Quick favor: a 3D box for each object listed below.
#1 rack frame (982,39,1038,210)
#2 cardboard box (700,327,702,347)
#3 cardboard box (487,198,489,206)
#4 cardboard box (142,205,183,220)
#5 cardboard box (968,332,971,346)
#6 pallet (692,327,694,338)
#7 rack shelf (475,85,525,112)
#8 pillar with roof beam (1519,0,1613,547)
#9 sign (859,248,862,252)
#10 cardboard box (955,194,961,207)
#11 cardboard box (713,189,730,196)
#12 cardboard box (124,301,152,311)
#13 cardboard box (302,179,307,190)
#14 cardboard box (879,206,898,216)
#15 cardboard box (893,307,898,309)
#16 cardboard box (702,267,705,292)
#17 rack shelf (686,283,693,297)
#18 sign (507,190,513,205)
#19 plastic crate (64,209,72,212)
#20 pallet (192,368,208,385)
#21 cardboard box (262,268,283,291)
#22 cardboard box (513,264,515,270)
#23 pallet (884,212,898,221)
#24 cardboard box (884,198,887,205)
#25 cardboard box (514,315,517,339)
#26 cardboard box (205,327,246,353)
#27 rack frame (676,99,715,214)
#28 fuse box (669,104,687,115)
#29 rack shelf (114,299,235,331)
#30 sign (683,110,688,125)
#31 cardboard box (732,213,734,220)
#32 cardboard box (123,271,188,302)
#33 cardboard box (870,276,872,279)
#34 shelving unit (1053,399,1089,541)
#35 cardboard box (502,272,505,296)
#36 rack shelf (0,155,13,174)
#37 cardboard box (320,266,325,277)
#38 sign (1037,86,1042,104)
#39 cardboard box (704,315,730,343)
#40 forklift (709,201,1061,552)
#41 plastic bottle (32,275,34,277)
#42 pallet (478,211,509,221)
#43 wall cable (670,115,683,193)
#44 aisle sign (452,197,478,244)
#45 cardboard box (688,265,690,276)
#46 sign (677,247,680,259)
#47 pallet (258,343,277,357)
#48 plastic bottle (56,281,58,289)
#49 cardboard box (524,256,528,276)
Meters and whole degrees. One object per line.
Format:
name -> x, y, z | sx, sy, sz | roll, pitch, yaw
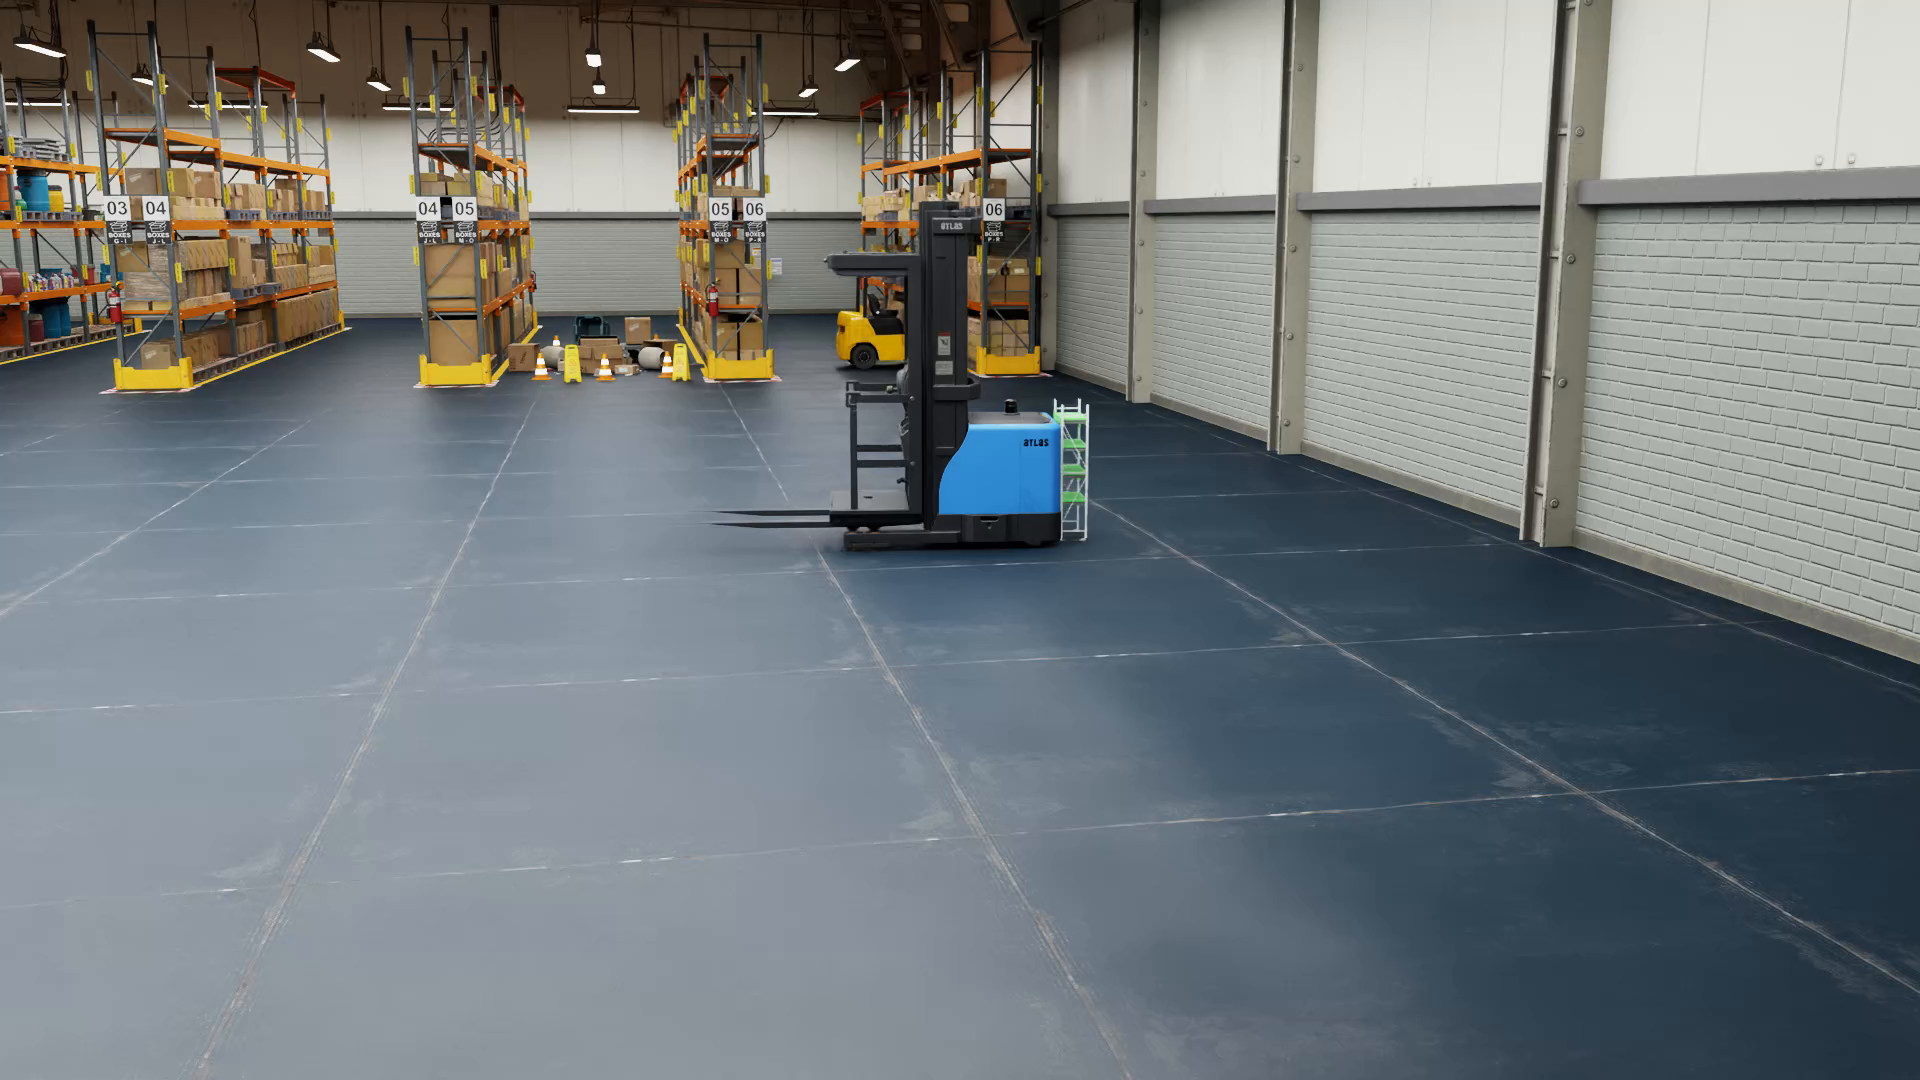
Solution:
rack frame -> 0.898, -7.541, 30.249 | 1.000, 3.000, 0.127 | -2, 11, -11
cardboard box -> -4.996, -4.290, 35.116 | 0.950, 0.372, 0.625 | -1, 11, -7
cardboard box -> -8.950, -6.265, 30.846 | 0.380, 0.149, 0.250 | -2, 11, -12
cardboard box -> -13.531, -5.550, 28.212 | 0.500, 0.250, 0.500 | -2, 11, -9
cardboard box -> 0.410, -3.865, 31.875 | 0.500, 0.250, 0.500 | -2, 11, -12
pallet -> -6.080, -5.105, 40.953 | 1.003, 0.211, 1.213 | -2, 11, -11
rack shelf -> -11.529, -11.008, 41.501 | 1.077, 0.370, 4.000 | -2, 11, -11
pillar with roof beam -> 0.925, -4.244, 12.925 | 9.100, 9.000, 0.400 | -2, 11, -11
sign -> -2.746, -7.934, 46.043 | 0.100, 0.325, 0.005 | -2, 11, -11
cardboard box -> 0.111, -6.707, 32.859 | 0.396, 0.266, 0.258 | -2, 11, -12
cardboard box -> -4.326, -6.206, 29.796 | 0.380, 0.149, 0.250 | -2, 11, -10
cardboard box -> -13.949, -3.974, 28.223 | 0.380, 0.149, 0.250 | -2, 11, -11
cardboard box -> -16.420, -8.762, 41.025 | 0.500, 0.250, 0.500 | -2, 11, -13
cardboard box -> -1.775, -8.420, 42.496 | 0.500, 0.250, 0.500 | -2, 11, -11
cardboard box -> -1.356, -5.487, 41.065 | 0.500, 0.500, 0.500 | -2, 11, -13
cardboard box -> -4.731, -5.067, 32.232 | 0.500, 0.500, 0.500 | -2, 11, -11
rack shelf -> -5.915, -5.893, 39.561 | 1.077, 0.370, 4.000 | -2, 11, -11
sign -> -9.816, -7.466, 36.285 | 0.100, 0.325, 0.005 | -2, 11, -11
plastic crate -> -21.533, -7.804, 39.972 | 0.437, 0.282, 0.530 | -2, 11, -11
pallet -> -13.829, -2.847, 29.088 | 1.003, 0.211, 1.213 | -2, 11, -11
cardboard box -> -15.074, -5.668, 36.184 | 0.500, 0.500, 0.500 | -2, 11, -9
cardboard box -> -10.713, -6.434, 39.233 | 0.380, 0.149, 0.250 | -2, 11, -13
pallet -> -1.173, -7.864, 40.470 | 1.213, 0.211, 1.003 | -2, 11, -11
cardboard box -> -1.679, -8.381, 41.172 | 0.380, 0.149, 0.250 | -2, 11, -12
cardboard box -> -10.249, -4.799, 37.448 | 0.500, 0.500, 0.500 | -3, 11, -13
cardboard box -> -14.641, -3.976, 33.070 | 0.700, 0.500, 0.500 | -2, 11, -11
rack frame -> -7.082, -10.294, 44.715 | 1.000, 3.000, 0.127 | -2, 11, -11
fuse box -> -8.445, -12.885, 49.770 | 0.513, 0.334, 0.176 | -2, 11, -11
rack shelf -> -14.080, -4.066, 29.959 | 1.077, 0.370, 4.000 | -2, 11, -11
sign -> -6.070, -9.343, 36.794 | 0.100, 0.325, 0.005 | -2, 11, -11
cardboard box -> -4.180, -6.163, 31.702 | 0.380, 0.149, 0.250 | -2, 11, -12
cardboard box -> -13.771, -4.349, 28.462 | 0.875, 0.500, 0.500 | -2, 11, -11
cardboard box -> -2.217, -7.097, 44.631 | 0.380, 0.149, 0.250 | -2, 11, -13
shelving unit -> 0.983, -0.632, 14.810 | 0.258, 1.200, 0.503 | -1, 11, -4
cardboard box -> -9.521, -5.196, 33.704 | 0.500, 0.500, 0.500 | -2, 11, -11
rack shelf -> -19.716, -7.370, 32.343 | 1.077, 0.370, 4.000 | -2, 11, -11
cardboard box -> -16.146, -6.698, 41.472 | 0.500, 0.250, 0.500 | -2, 11, -11
sign -> 1.444, -8.097, 30.247 | 0.100, 0.325, 0.005 | -2, 11, -11
cardboard box -> -4.782, -4.154, 32.726 | 0.500, 0.500, 0.500 | -2, 11, -9
forklift -> -0.666, -1.443, 14.441 | 3.031, 2.935, 1.130 | -1, 11, -4
plastic bottle -> -21.204, -5.908, 38.029 | 0.061, 0.283, 0.133 | -2, 11, -11
pallet -> -9.964, -6.741, 34.573 | 1.003, 0.211, 1.213 | -2, 11, -8
wall cable -> -8.465, -11.327, 50.142 | 0.463, 3.000, 0.029 | -2, 11, -11
aisle sign -> -8.498, -5.489, 28.561 | 0.394, 0.787, 0.004 | -2, 11, -11
cardboard box -> -6.092, -6.318, 38.935 | 0.500, 0.250, 0.500 | -2, 11, -12
sign -> -7.628, -7.792, 45.087 | 0.100, 0.325, 0.005 | -2, 11, -11
pallet -> -15.096, -4.006, 35.181 | 1.003, 0.211, 1.213 | -2, 11, -11
plastic bottle -> -20.245, -5.710, 37.208 | 0.097, 0.201, 0.097 | 0, 11, 0
cardboard box -> -11.155, -6.894, 41.834 | 0.500, 0.500, 0.500 | -2, 11, -12
